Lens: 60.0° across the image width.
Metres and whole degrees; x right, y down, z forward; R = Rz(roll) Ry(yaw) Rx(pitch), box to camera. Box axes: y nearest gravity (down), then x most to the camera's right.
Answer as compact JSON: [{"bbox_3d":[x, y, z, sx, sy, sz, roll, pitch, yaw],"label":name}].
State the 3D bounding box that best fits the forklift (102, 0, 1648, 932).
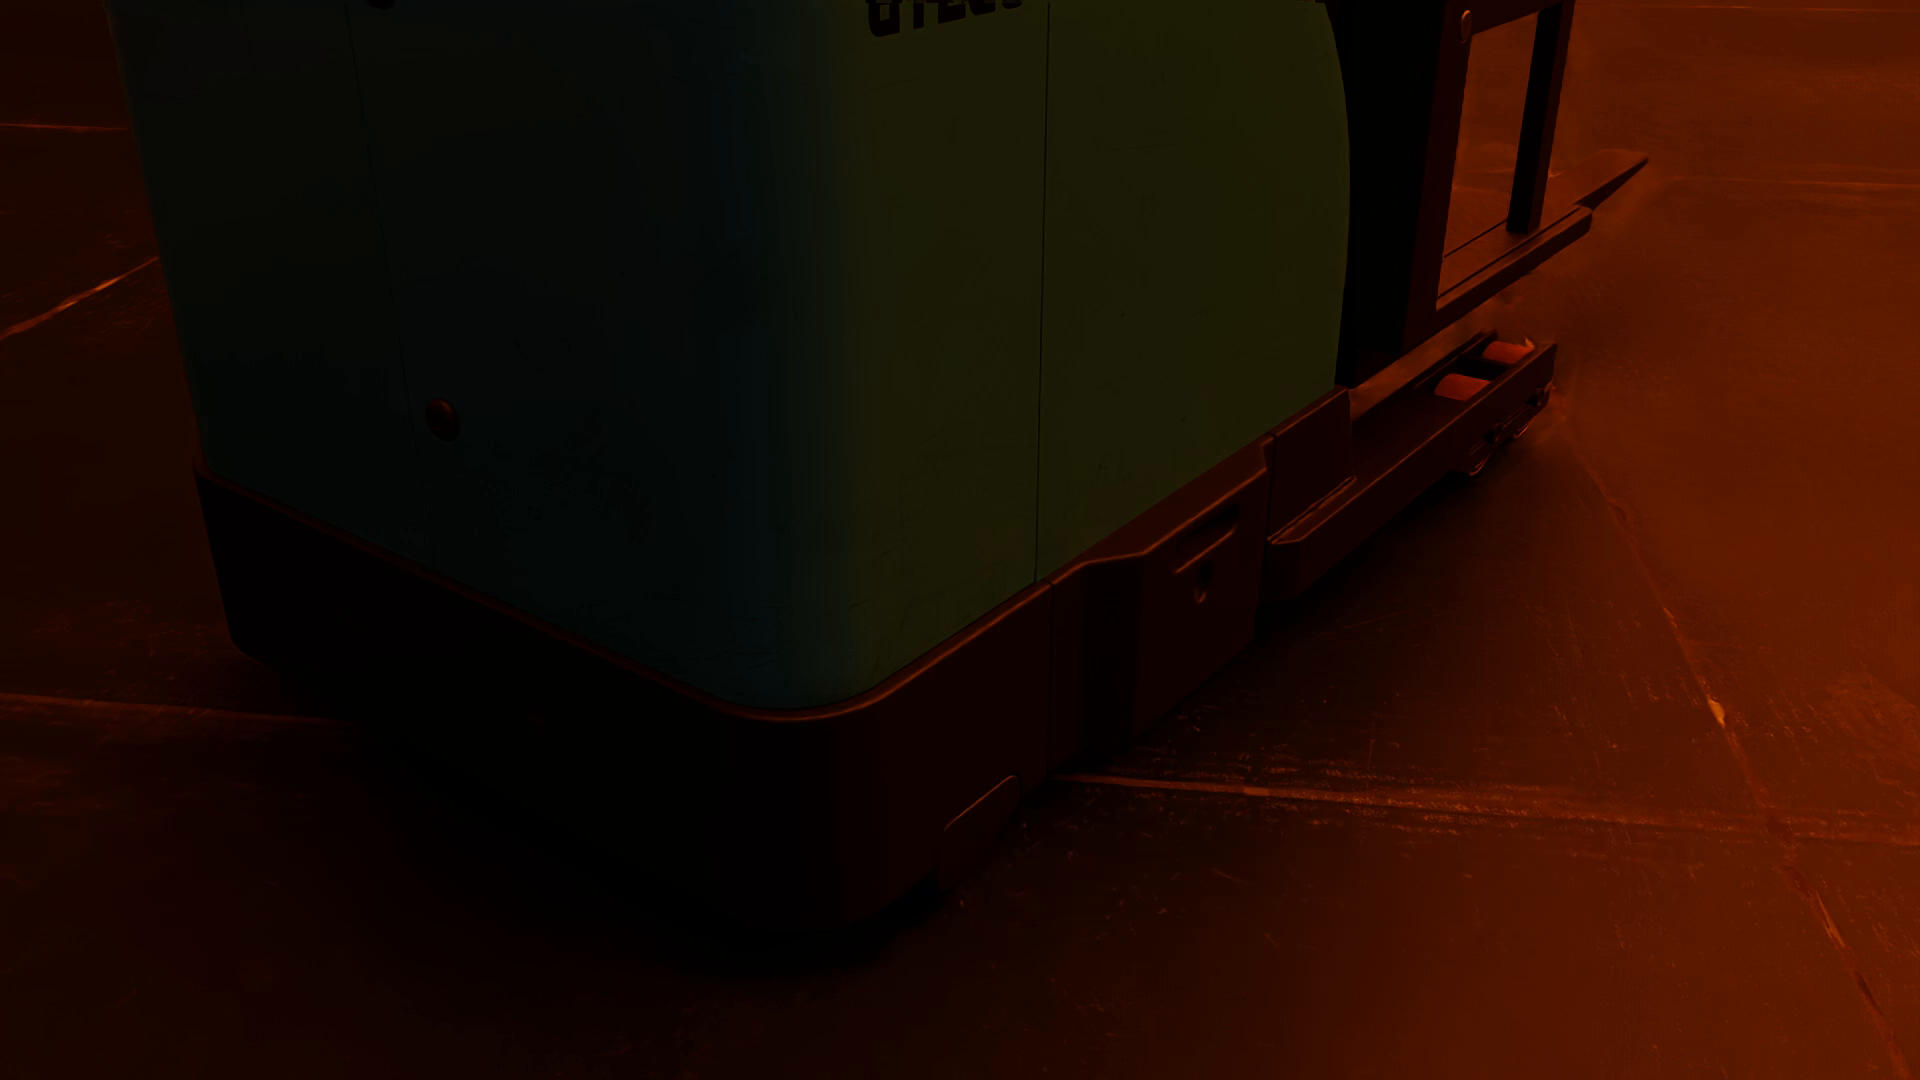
[{"bbox_3d":[0.362,-1.533,2.289,1.130,2.935,3.031,19,32,33],"label":"forklift"}]
